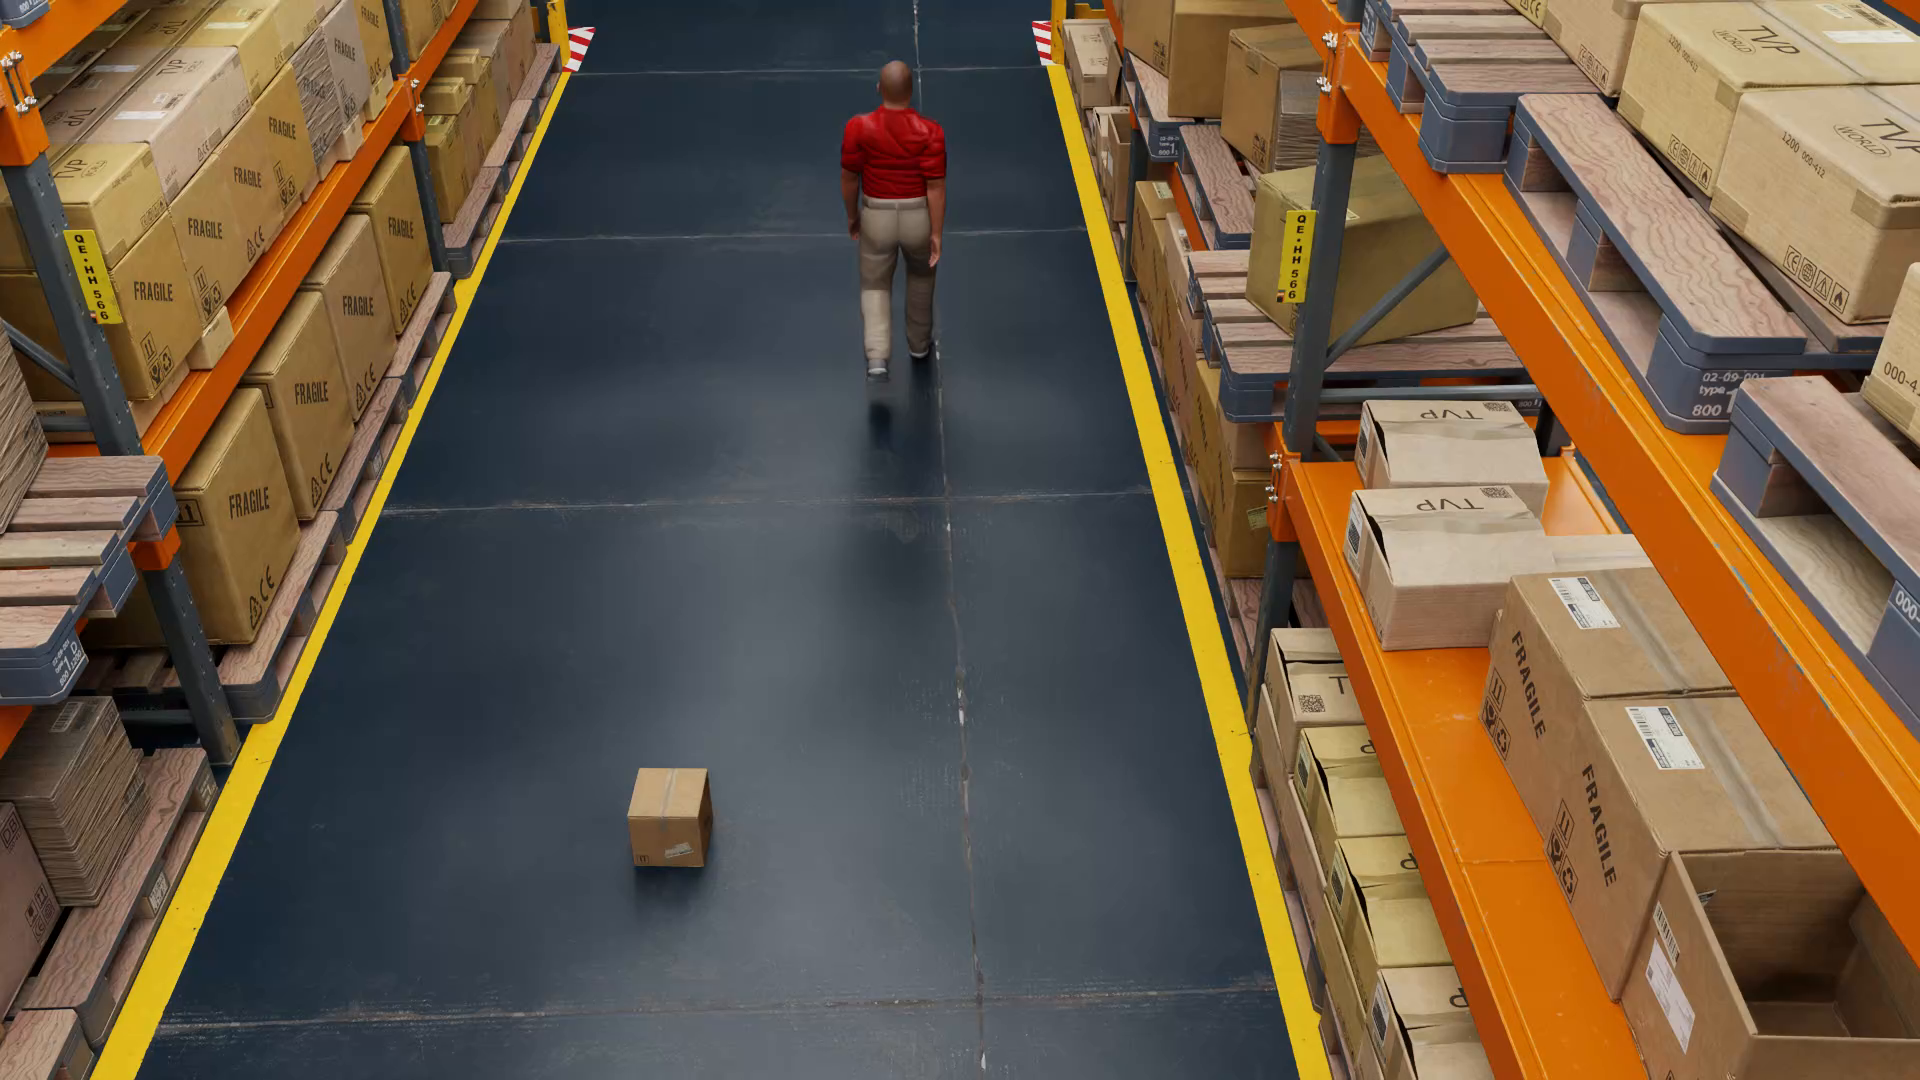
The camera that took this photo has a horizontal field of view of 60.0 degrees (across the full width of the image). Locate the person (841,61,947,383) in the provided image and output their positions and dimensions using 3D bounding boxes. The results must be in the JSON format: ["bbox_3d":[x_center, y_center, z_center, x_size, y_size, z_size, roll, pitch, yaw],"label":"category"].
[{"bbox_3d":[-0.329,-1.614,8.452,0.534,1.686,0.875,1,35,1],"label":"person"}]
